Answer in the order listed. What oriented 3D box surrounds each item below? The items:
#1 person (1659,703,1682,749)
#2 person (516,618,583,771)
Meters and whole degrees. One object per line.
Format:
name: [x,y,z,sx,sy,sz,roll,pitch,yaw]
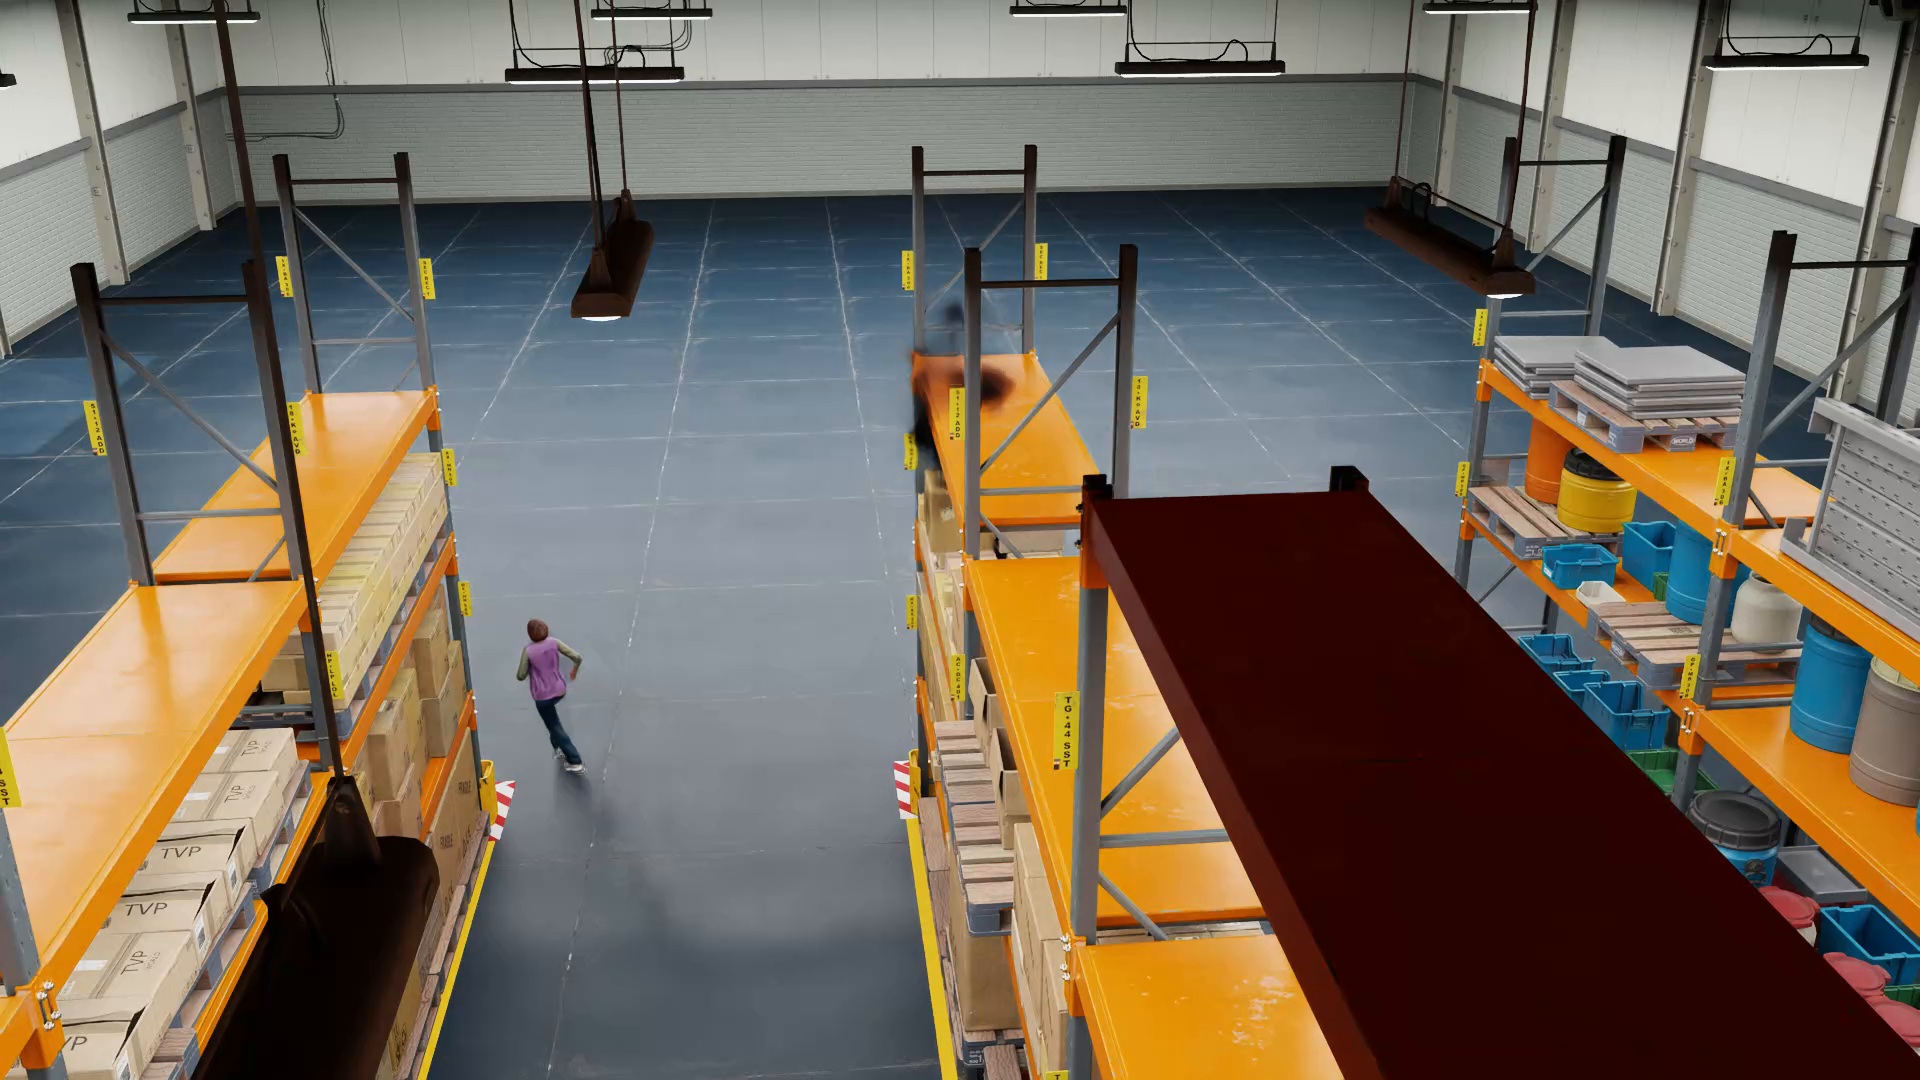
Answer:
person: [6.681,1.686,15.271,0.615,1.615,0.585,-4,22,-11]
person: [-3.875,1.485,15.750,0.622,1.624,0.546,17,27,36]
